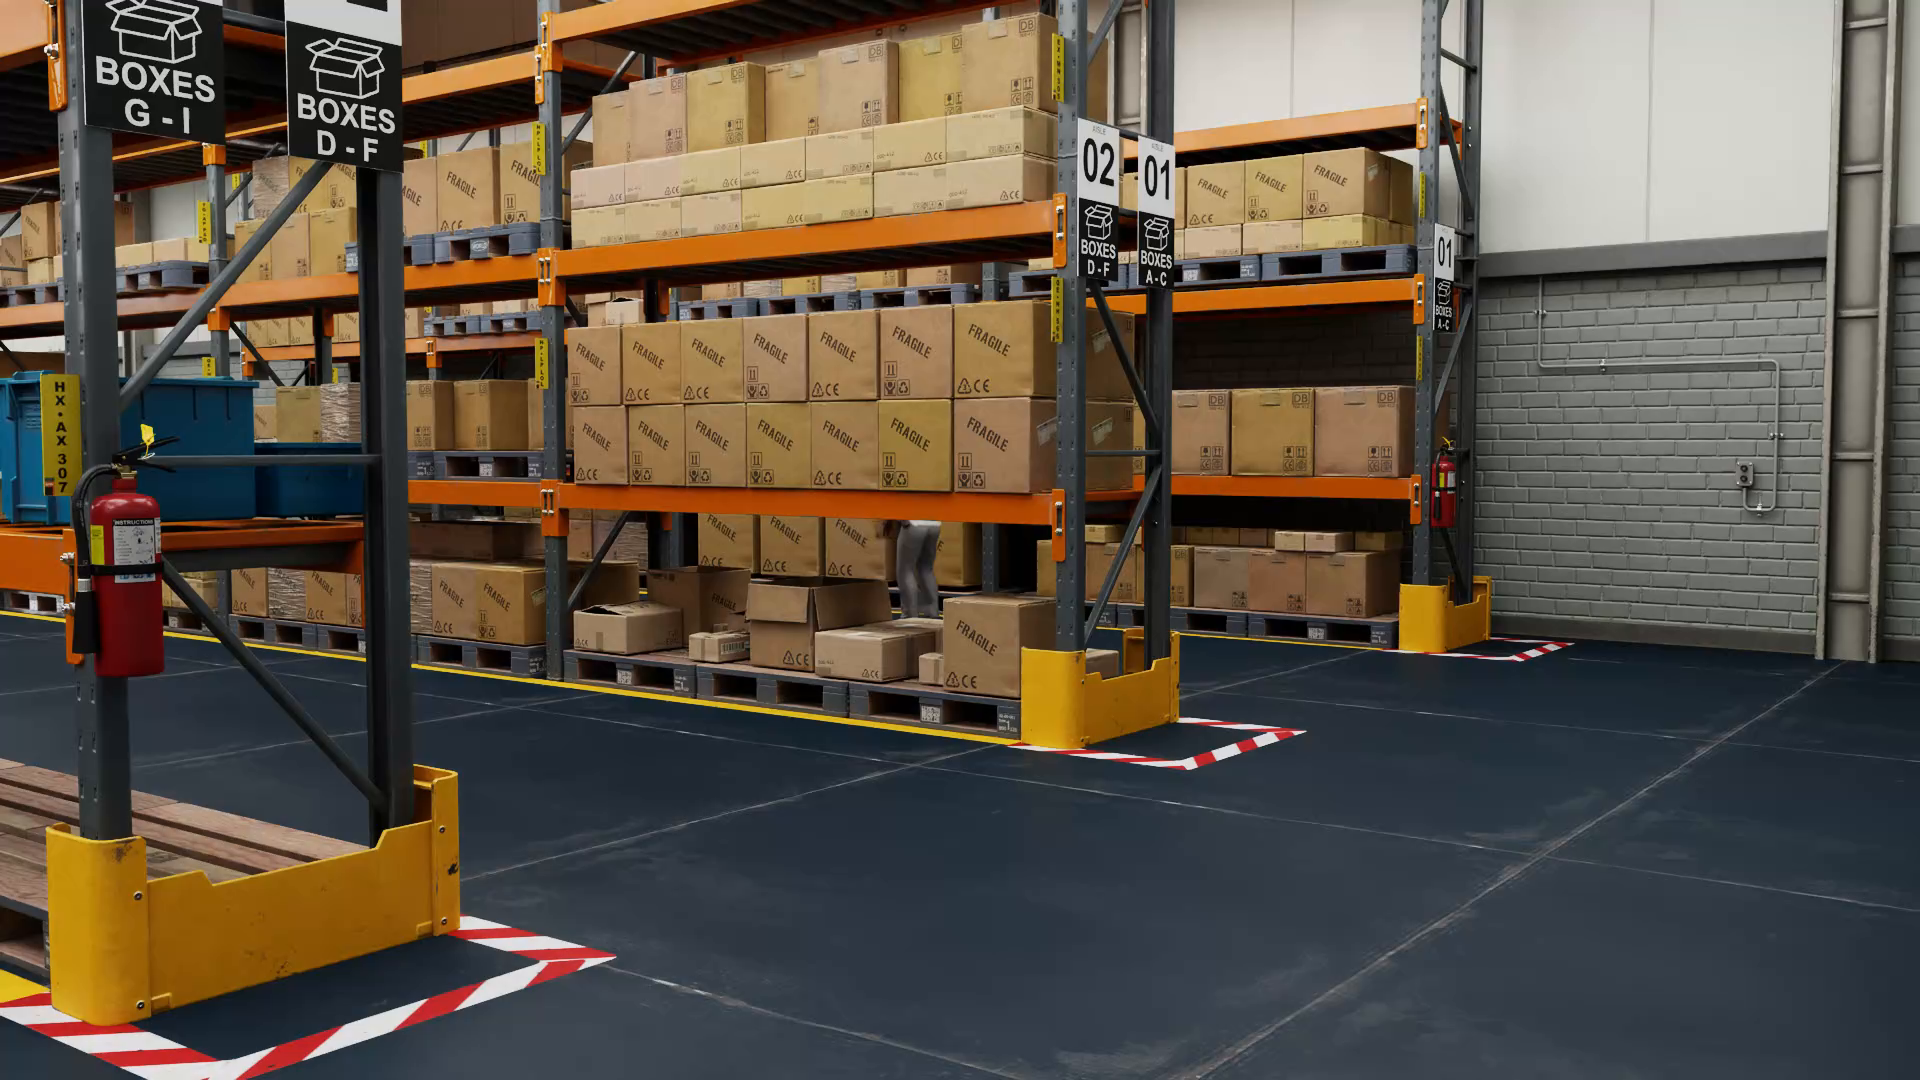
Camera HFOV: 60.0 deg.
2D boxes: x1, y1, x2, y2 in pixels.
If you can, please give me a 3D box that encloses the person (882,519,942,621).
[{"bbox_3d":[-0.400,-0.098,14.103,0.465,1.689,0.474,2,4,35],"label":"person"}]
